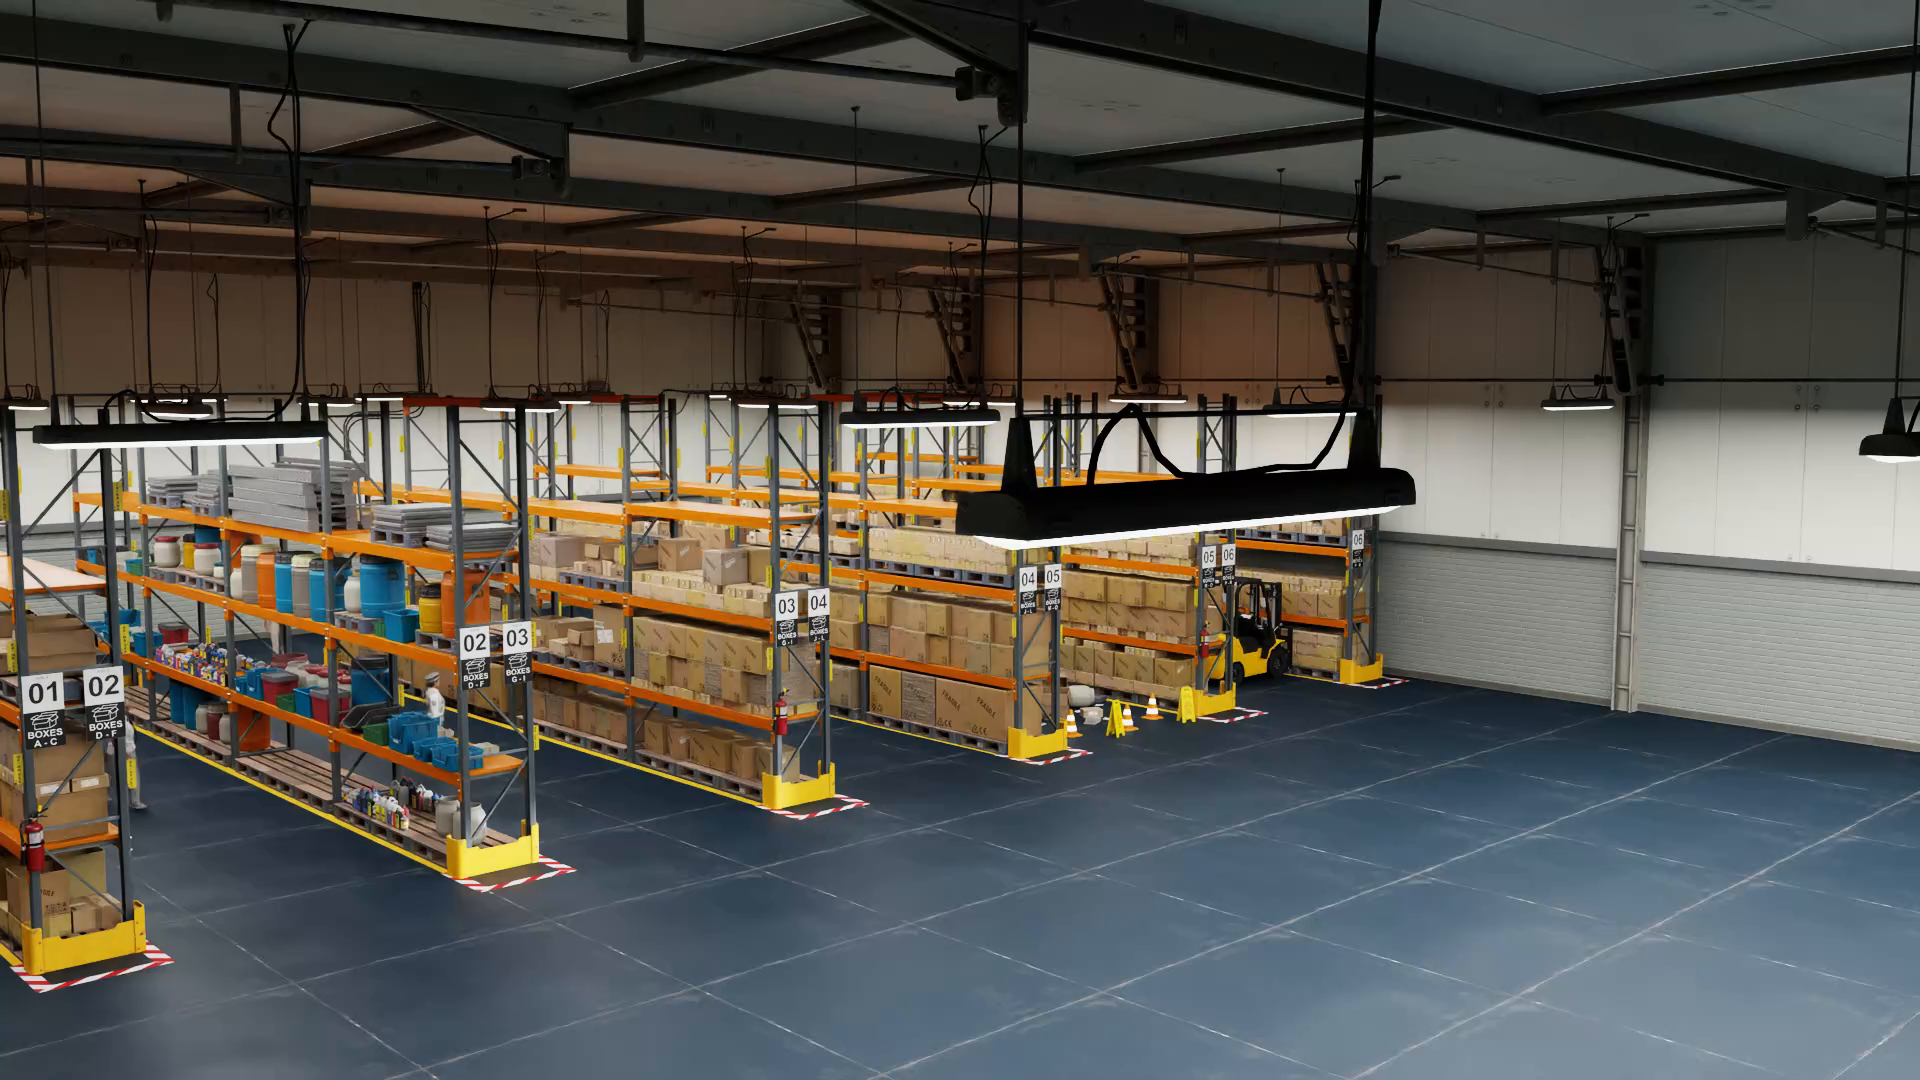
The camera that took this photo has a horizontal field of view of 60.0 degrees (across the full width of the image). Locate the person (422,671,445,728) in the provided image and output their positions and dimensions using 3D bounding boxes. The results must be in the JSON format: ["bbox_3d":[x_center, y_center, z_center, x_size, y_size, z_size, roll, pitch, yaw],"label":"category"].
[{"bbox_3d":[-8.324,2.966,26.565,0.457,1.731,0.499,-1,6,-10],"label":"person"}]

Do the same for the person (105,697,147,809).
[{"bbox_3d":[-12.395,3.135,24.578,0.939,1.639,0.414,4,7,37],"label":"person"}]

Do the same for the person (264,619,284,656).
[{"bbox_3d":[-15.390,1.848,37.637,0.691,1.673,1.039,-2,6,-24],"label":"person"}]
